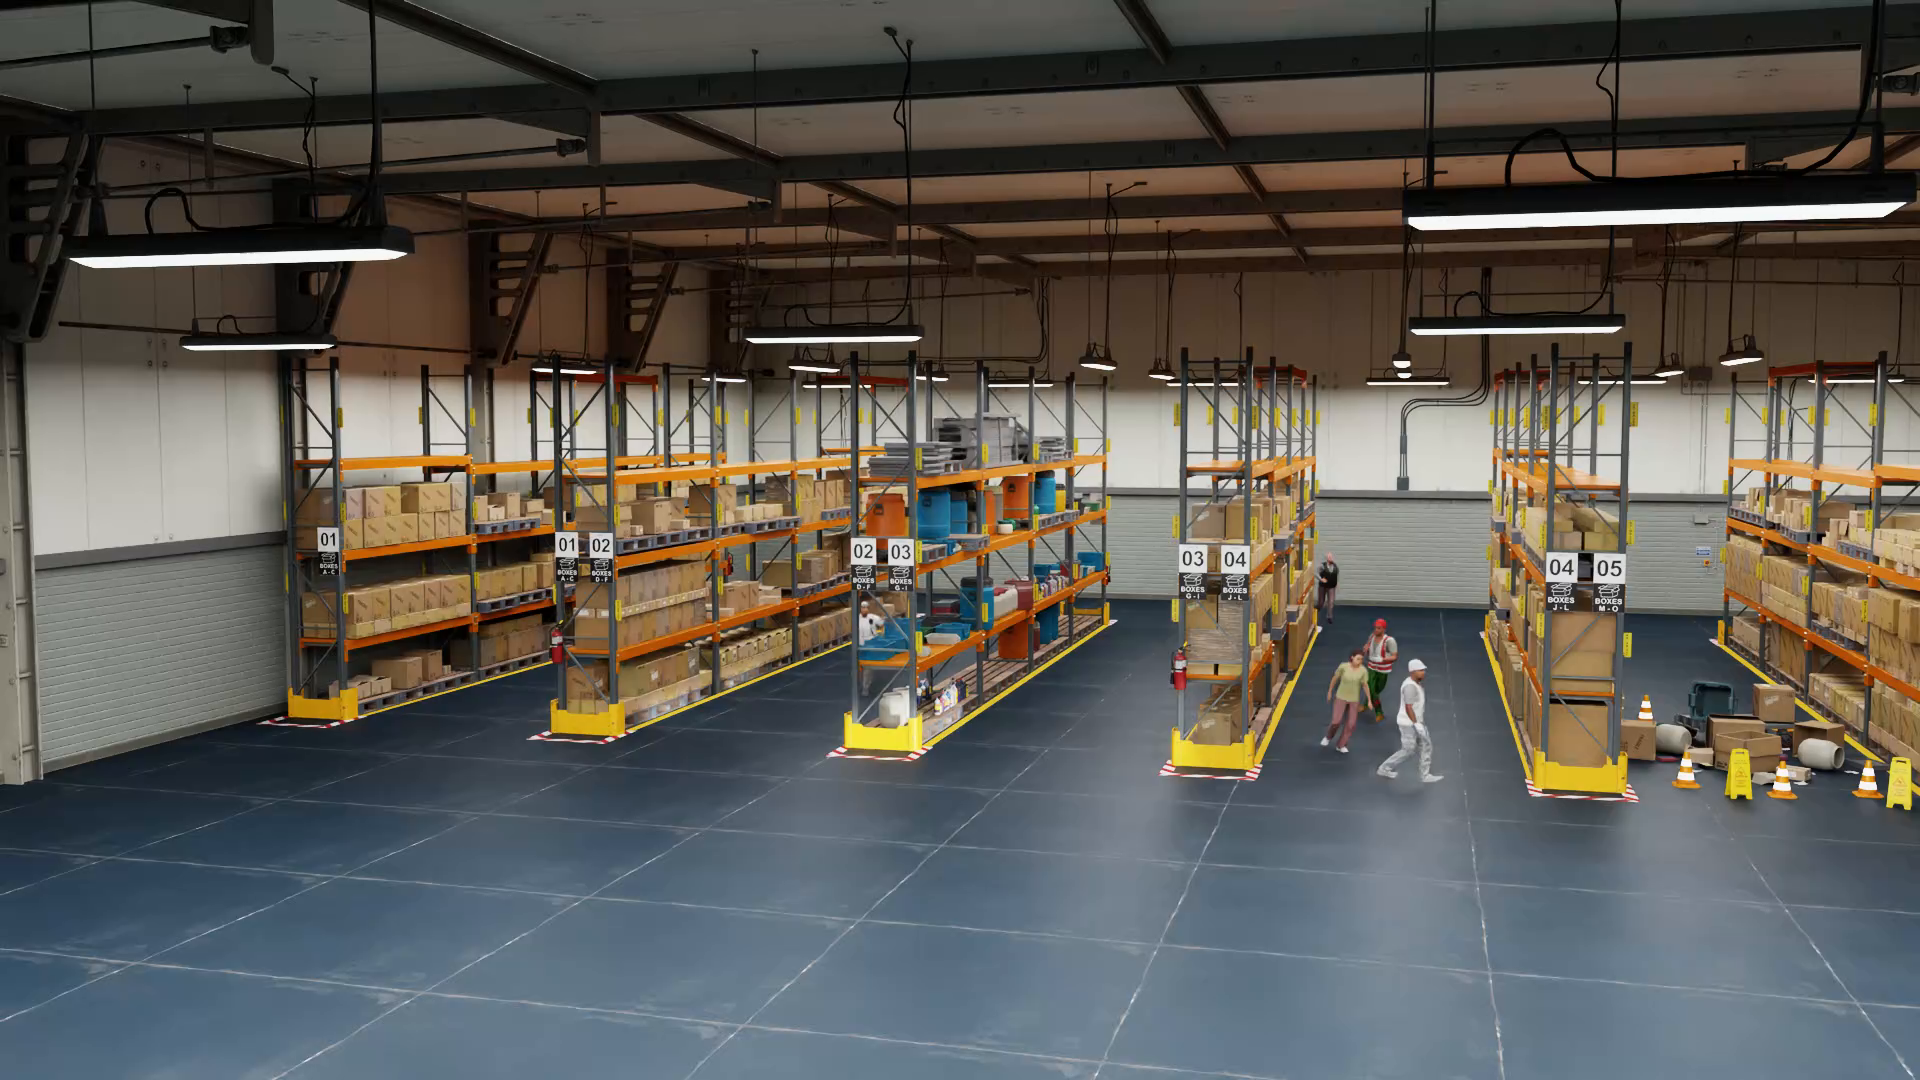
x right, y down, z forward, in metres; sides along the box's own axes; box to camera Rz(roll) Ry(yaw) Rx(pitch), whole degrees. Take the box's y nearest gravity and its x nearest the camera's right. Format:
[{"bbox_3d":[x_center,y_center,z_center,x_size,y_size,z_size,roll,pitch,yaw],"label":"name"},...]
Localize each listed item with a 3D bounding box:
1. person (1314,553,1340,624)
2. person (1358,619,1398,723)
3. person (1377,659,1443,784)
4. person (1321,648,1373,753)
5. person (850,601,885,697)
[{"bbox_3d":[8.930,1.160,40.411,0.655,1.693,1.006,0,4,-1],"label":"person"},{"bbox_3d":[6.891,2.143,27.511,0.785,1.729,0.711,2,5,31],"label":"person"},{"bbox_3d":[6.171,2.486,22.757,0.872,1.741,0.643,2,5,26],"label":"person"},{"bbox_3d":[5.761,2.376,24.766,0.698,1.596,0.593,0,4,1],"label":"person"},{"bbox_3d":[-1.669,1.959,30.253,0.597,1.709,0.901,2,4,21],"label":"person"}]
